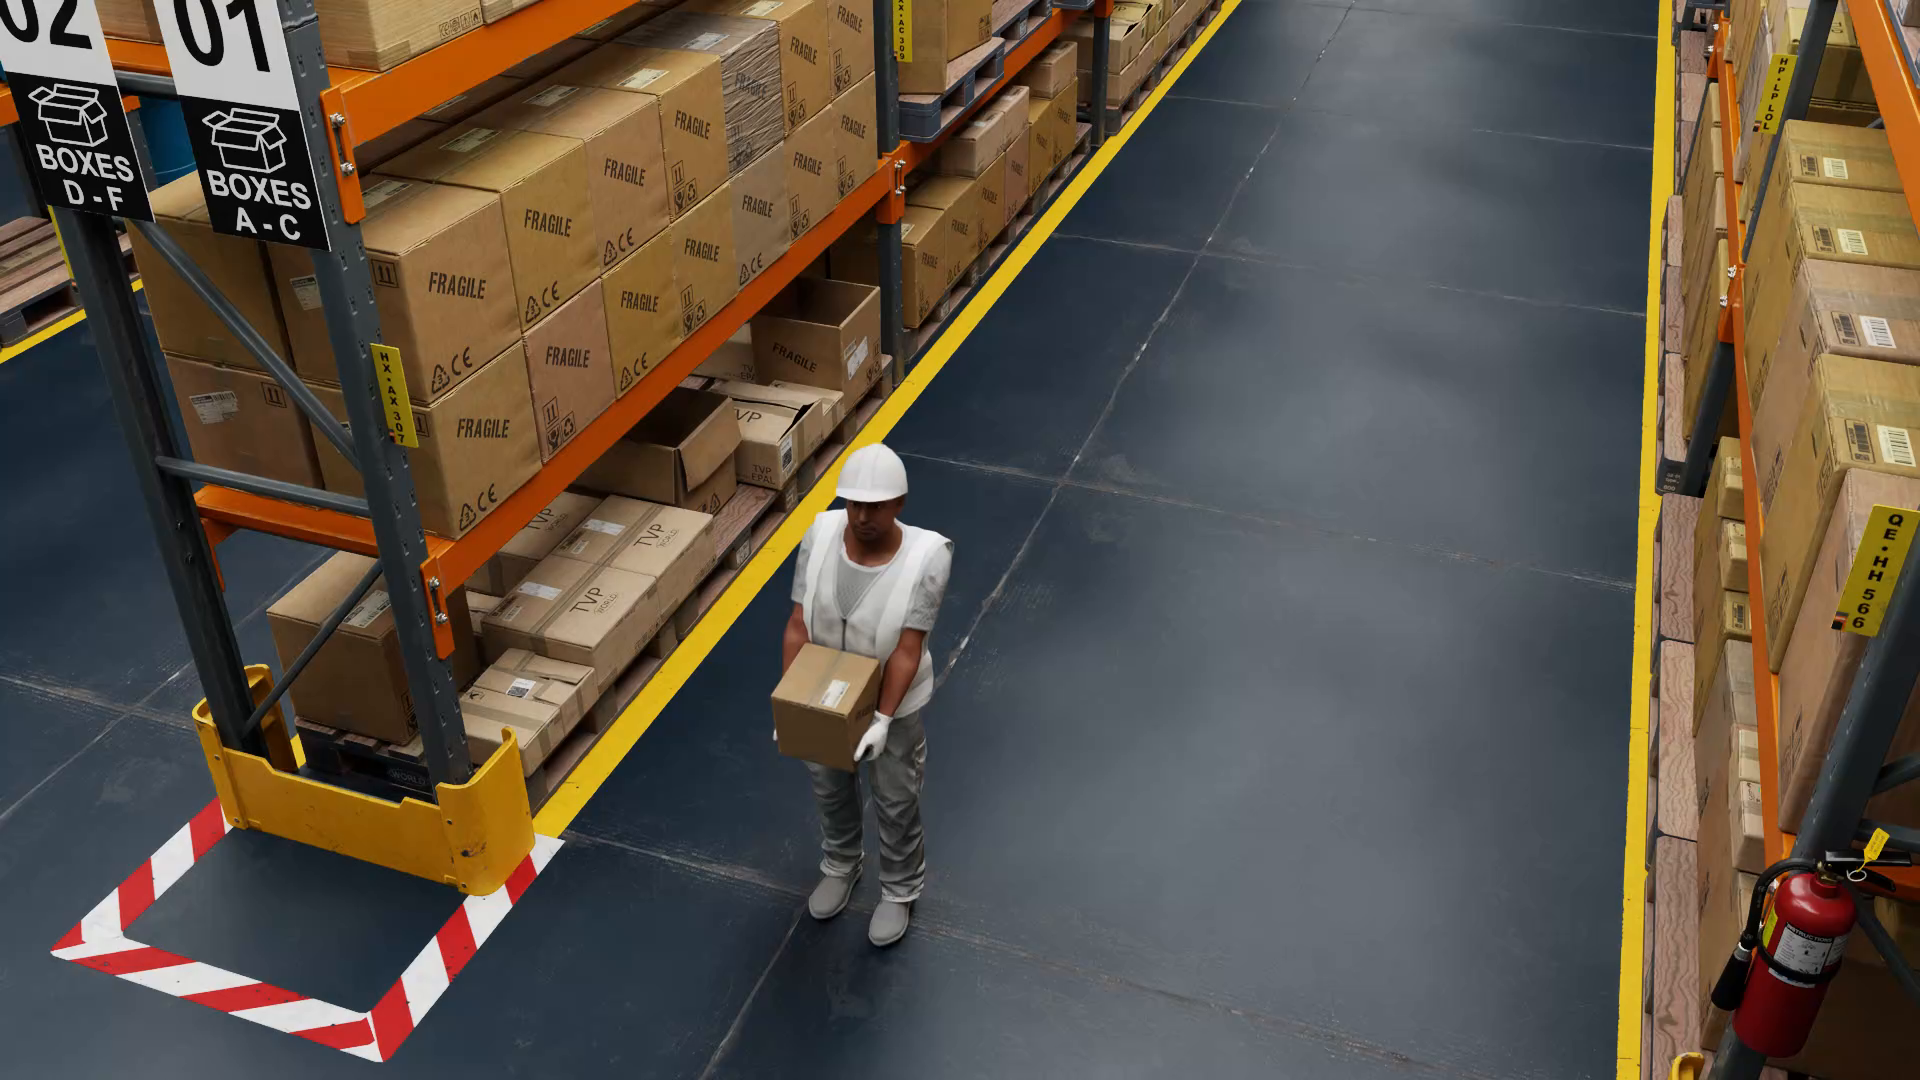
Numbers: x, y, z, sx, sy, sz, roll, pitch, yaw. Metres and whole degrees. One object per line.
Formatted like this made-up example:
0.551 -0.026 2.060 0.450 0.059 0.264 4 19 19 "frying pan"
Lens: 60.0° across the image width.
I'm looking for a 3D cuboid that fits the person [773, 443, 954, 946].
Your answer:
-0.329 0.549 5.277 0.469 1.779 0.580 12 35 17 "person"
